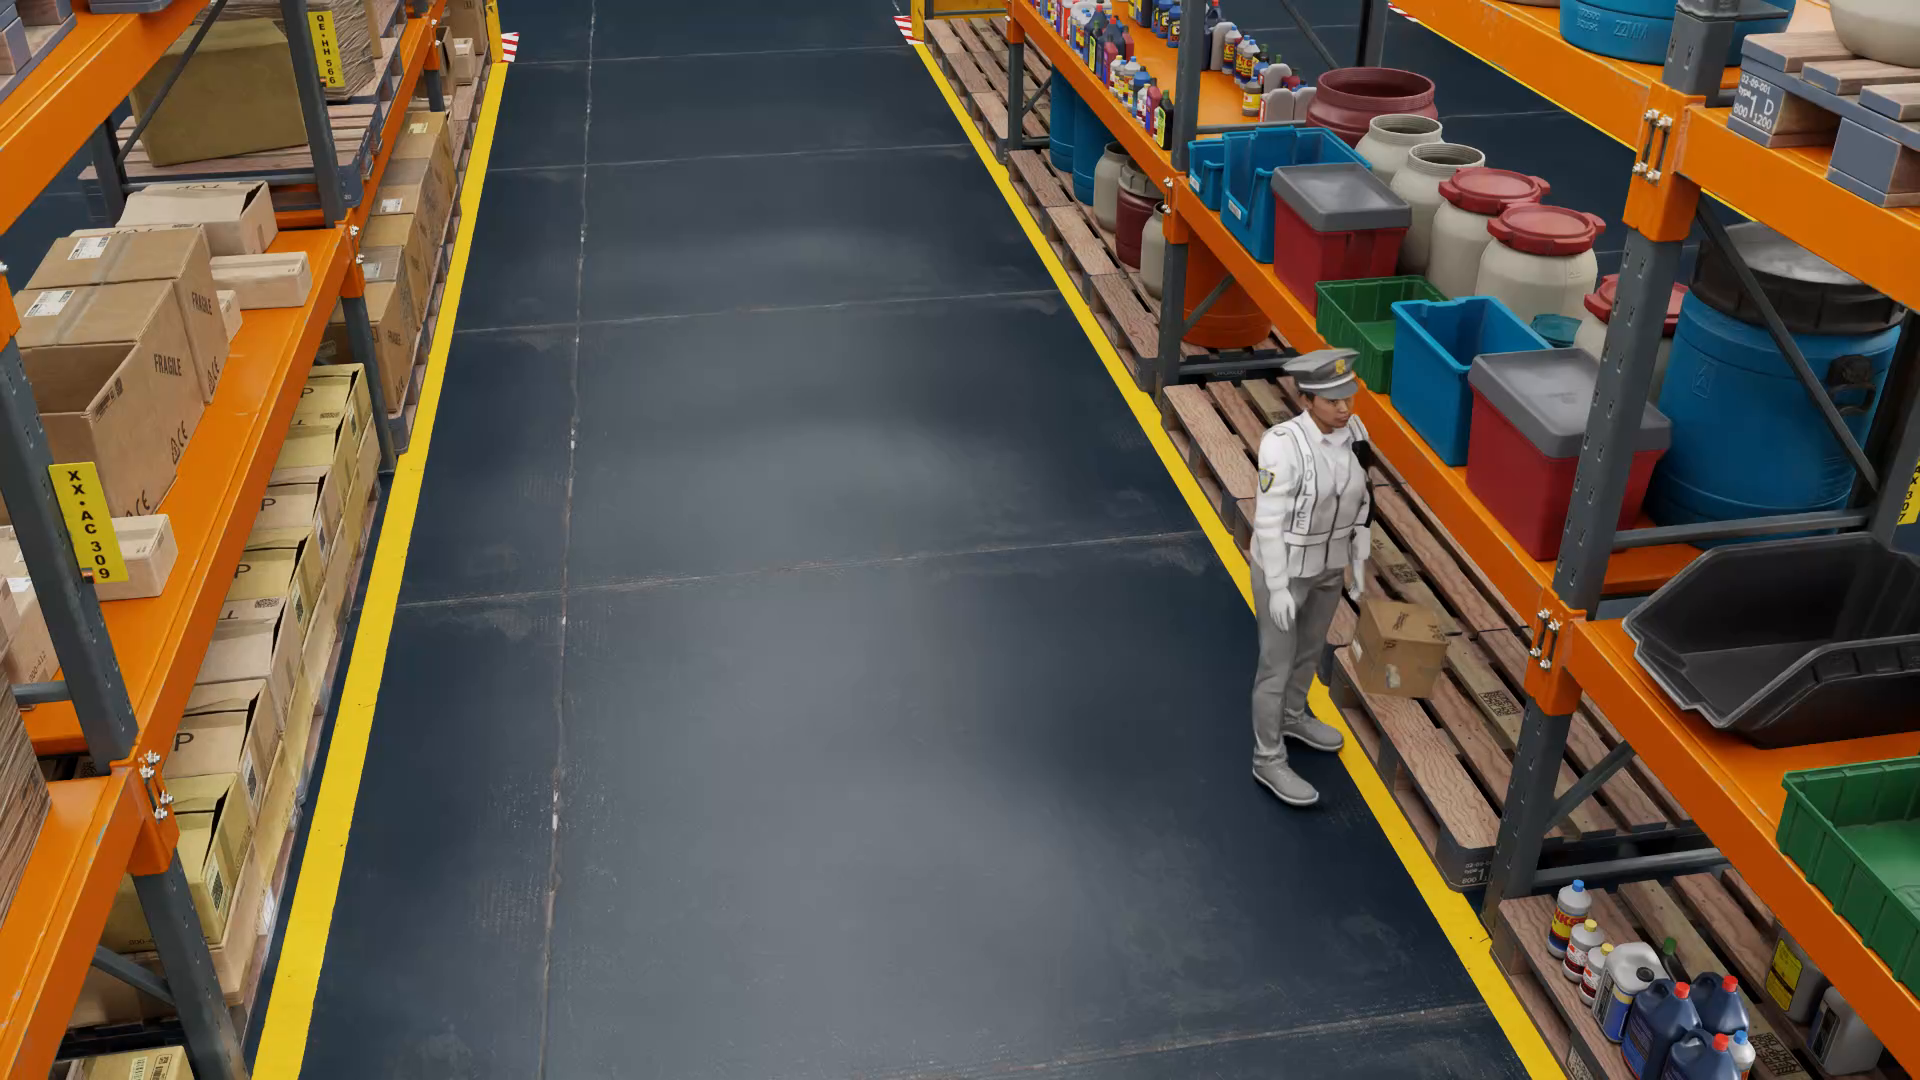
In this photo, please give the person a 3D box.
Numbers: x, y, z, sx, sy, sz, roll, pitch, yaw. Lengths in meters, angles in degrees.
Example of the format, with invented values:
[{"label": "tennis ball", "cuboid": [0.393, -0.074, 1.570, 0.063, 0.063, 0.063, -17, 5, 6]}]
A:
[{"label": "person", "cuboid": [1.274, 0.126, 5.855, 0.515, 1.694, 0.481, -17, 35, -26]}]
